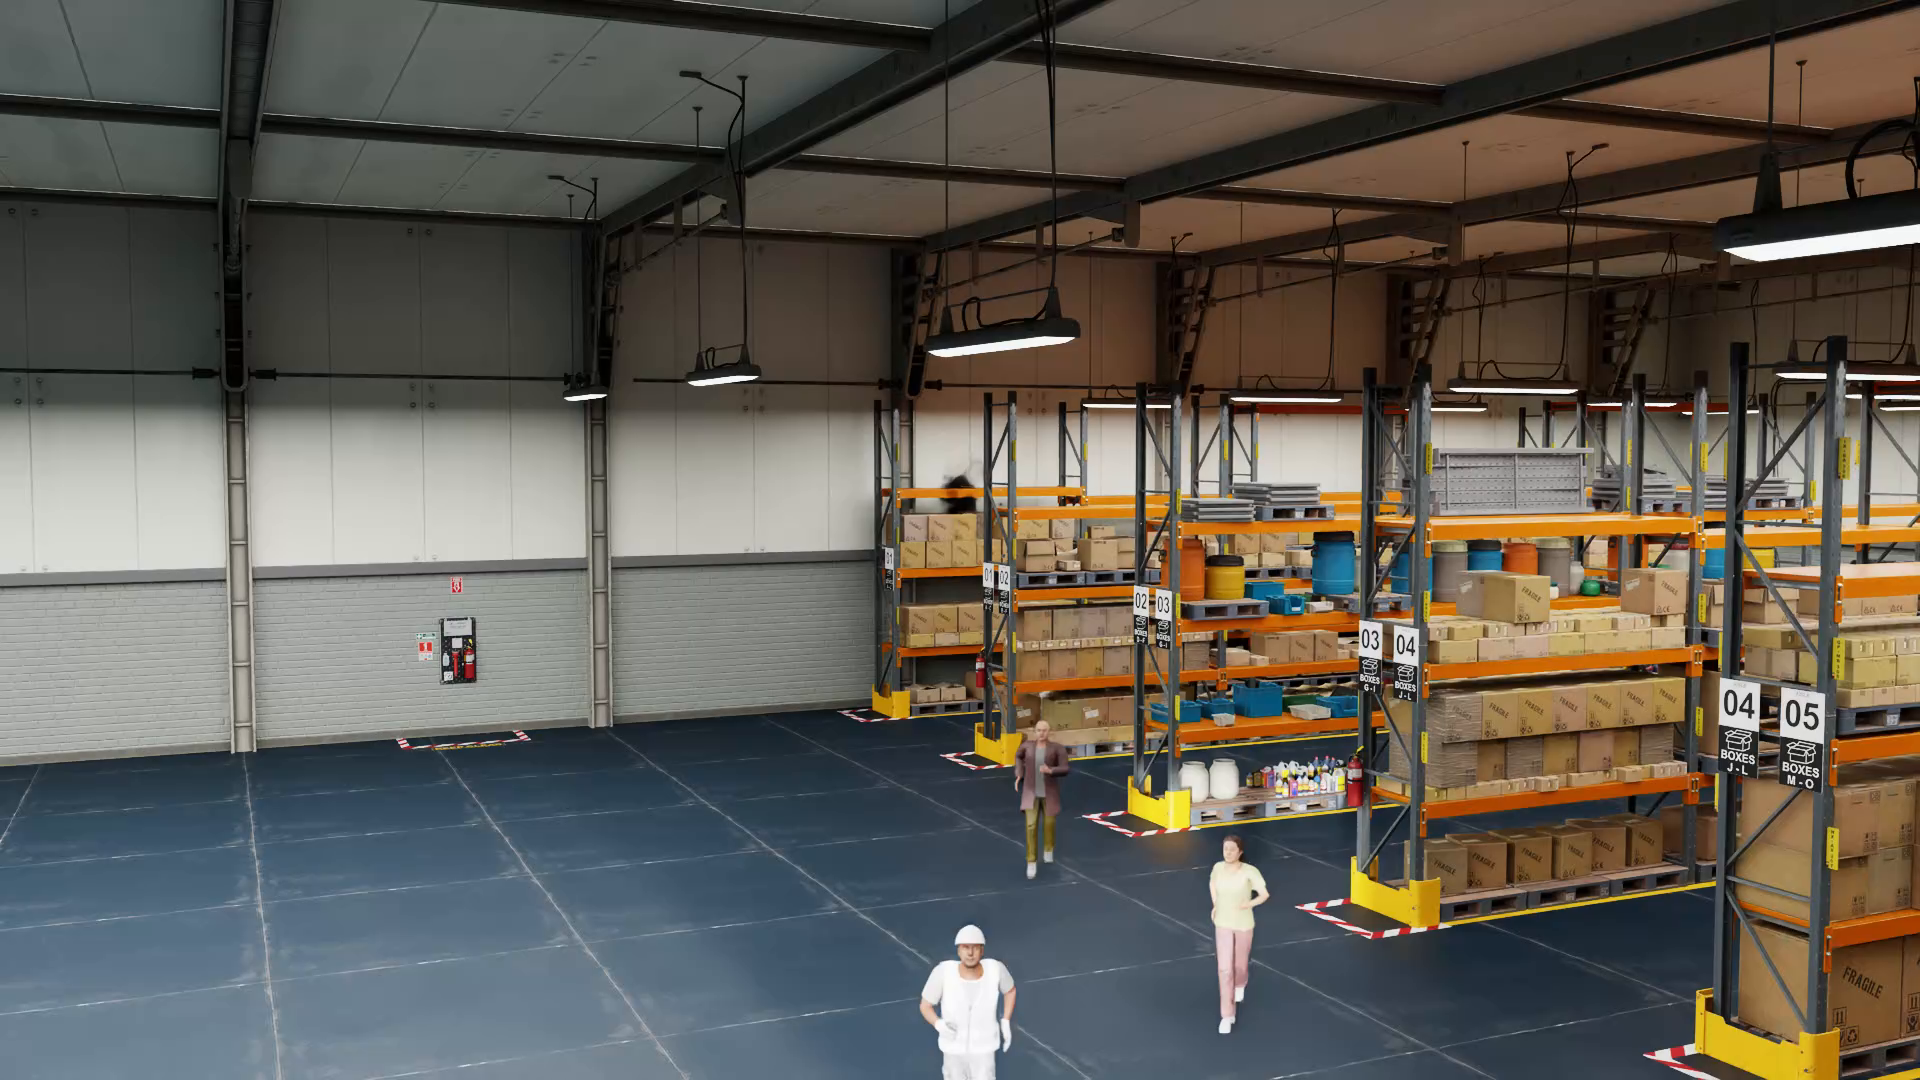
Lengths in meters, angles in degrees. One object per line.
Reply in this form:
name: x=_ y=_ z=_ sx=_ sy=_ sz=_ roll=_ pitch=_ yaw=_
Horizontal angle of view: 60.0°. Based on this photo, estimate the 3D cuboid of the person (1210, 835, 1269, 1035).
person: x=2.476 y=3.464 z=14.862 sx=0.564 sy=1.681 sz=0.891 roll=1 pitch=4 yaw=20

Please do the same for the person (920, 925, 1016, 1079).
person: x=0.053 y=3.583 z=11.689 sx=0.673 sy=1.793 sz=0.922 roll=0 pitch=3 yaw=4

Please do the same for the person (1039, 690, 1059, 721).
person: x=1.654 y=2.517 z=29.513 sx=1.004 sy=1.777 sz=0.662 roll=-2 pitch=4 yaw=-25

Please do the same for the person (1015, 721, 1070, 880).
person: x=0.985 y=3.092 z=20.097 sx=0.680 sy=1.830 sz=0.921 roll=0 pitch=3 yaw=5
